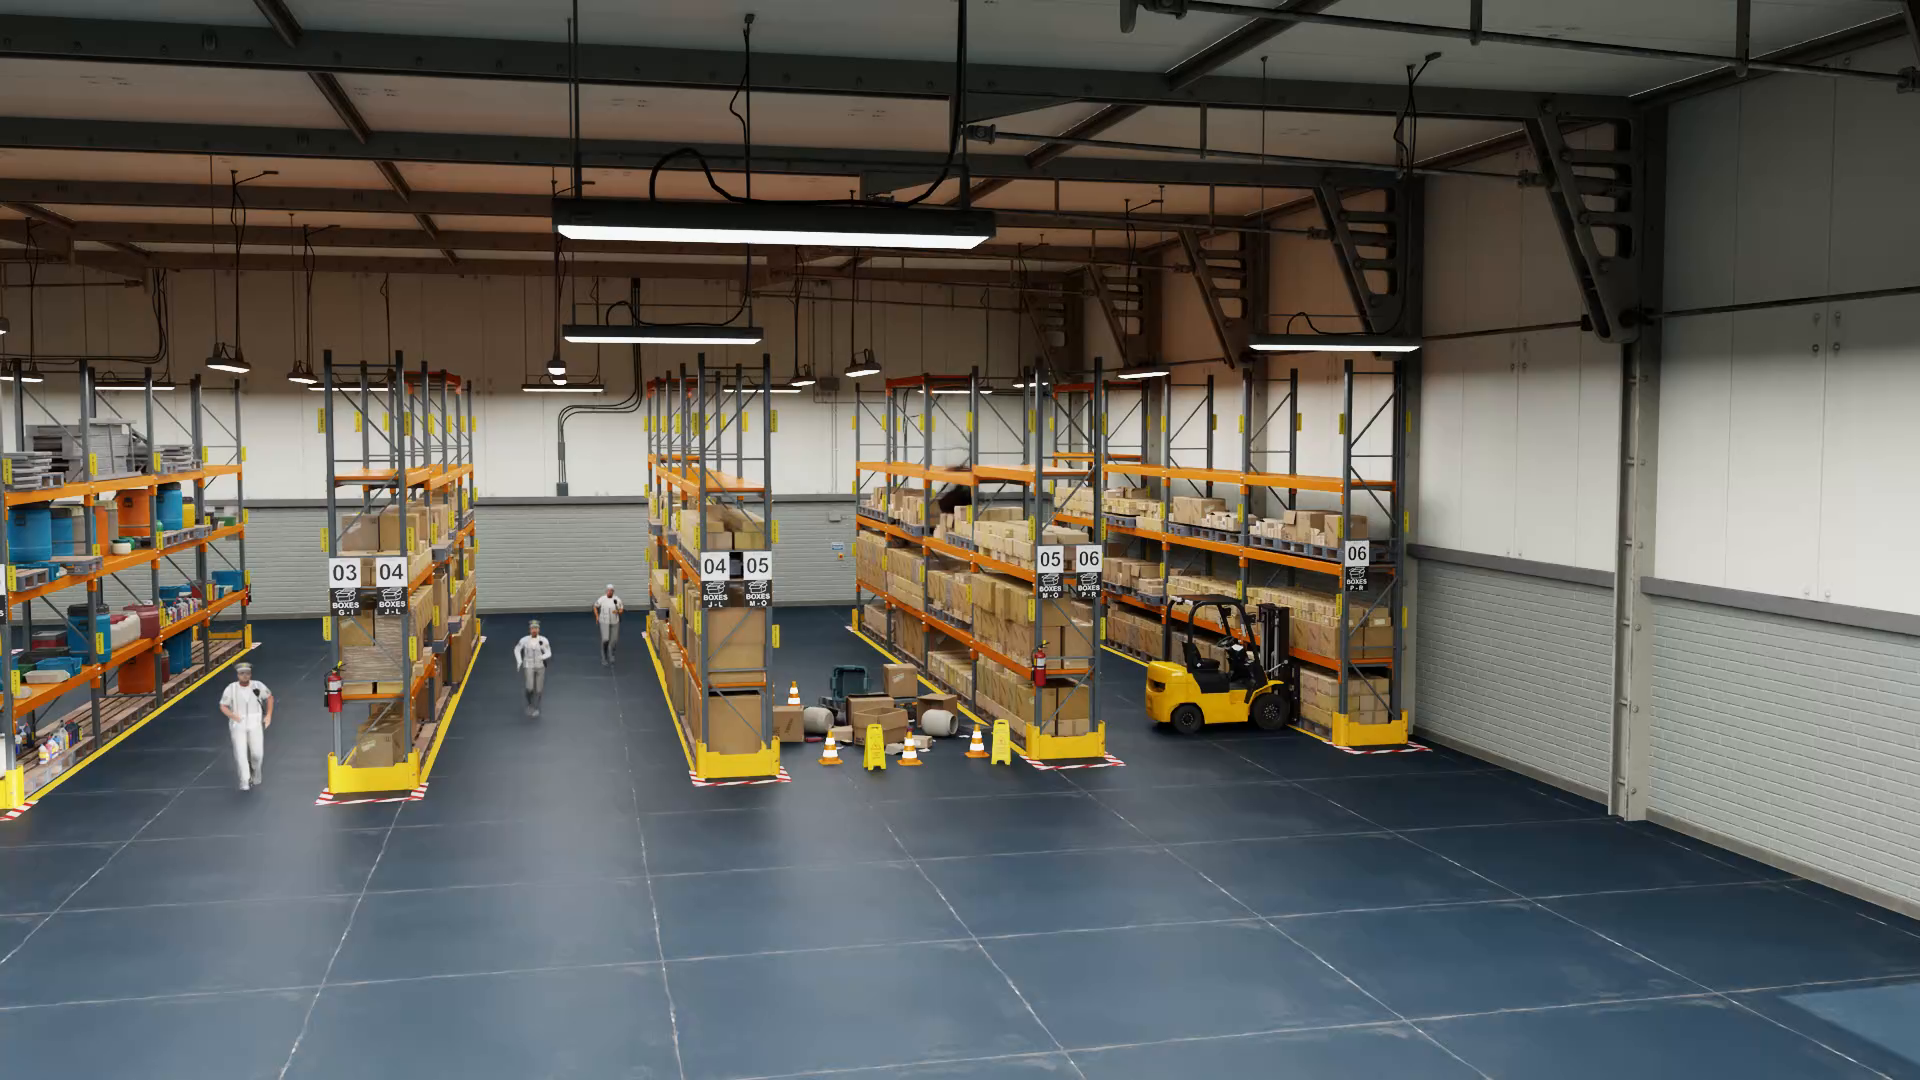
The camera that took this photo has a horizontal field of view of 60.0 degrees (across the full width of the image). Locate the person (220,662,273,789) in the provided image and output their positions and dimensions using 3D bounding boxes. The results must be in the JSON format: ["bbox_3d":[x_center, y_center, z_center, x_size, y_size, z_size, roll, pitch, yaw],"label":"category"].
[{"bbox_3d":[-9.757,2.543,22.792,0.690,1.749,0.591,-2,4,-27],"label":"person"}]

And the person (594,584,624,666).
[{"bbox_3d":[-7.289,1.776,34.588,0.575,1.708,0.711,-1,4,-20],"label":"person"}]

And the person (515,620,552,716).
[{"bbox_3d":[-7.251,2.188,28.300,0.593,1.660,0.616,-1,4,-20],"label":"person"}]
